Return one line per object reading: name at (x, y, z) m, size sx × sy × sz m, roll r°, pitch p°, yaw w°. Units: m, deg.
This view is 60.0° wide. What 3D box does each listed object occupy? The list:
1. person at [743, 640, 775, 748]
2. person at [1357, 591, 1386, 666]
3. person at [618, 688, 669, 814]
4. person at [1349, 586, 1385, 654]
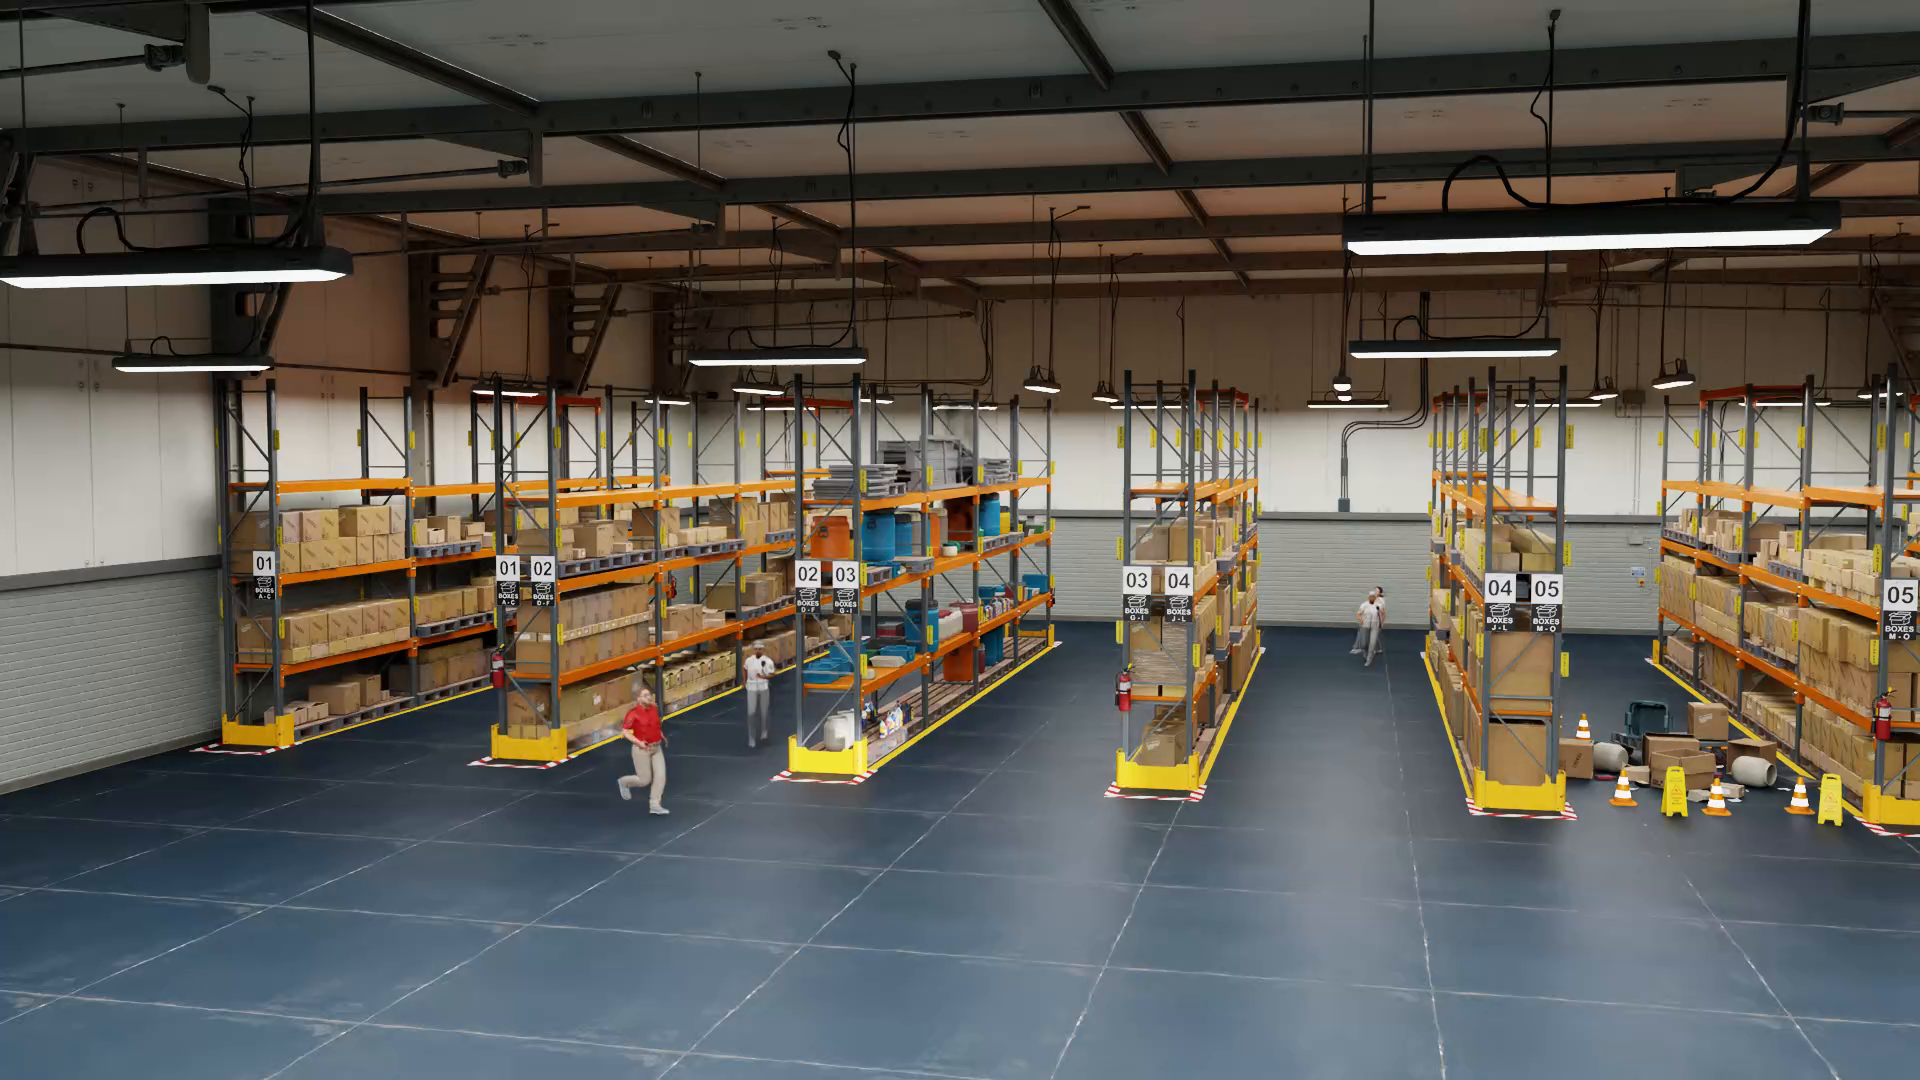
person at (-3.317, 2.517, 27.362) m, size 0.547 × 1.751 × 0.759 m, roll 0°, pitch 3°, yaw -3°
person at (9.213, 1.973, 37.237) m, size 0.633 × 1.659 × 0.807 m, roll 1°, pitch 4°, yaw 15°
person at (-4.205, 2.824, 22.344) m, size 0.835 × 1.678 × 0.677 m, roll 3°, pitch 4°, yaw 39°
person at (9.619, 1.884, 38.858) m, size 0.828 × 1.612 × 0.647 m, roll -2°, pitch 4°, yaw -25°
